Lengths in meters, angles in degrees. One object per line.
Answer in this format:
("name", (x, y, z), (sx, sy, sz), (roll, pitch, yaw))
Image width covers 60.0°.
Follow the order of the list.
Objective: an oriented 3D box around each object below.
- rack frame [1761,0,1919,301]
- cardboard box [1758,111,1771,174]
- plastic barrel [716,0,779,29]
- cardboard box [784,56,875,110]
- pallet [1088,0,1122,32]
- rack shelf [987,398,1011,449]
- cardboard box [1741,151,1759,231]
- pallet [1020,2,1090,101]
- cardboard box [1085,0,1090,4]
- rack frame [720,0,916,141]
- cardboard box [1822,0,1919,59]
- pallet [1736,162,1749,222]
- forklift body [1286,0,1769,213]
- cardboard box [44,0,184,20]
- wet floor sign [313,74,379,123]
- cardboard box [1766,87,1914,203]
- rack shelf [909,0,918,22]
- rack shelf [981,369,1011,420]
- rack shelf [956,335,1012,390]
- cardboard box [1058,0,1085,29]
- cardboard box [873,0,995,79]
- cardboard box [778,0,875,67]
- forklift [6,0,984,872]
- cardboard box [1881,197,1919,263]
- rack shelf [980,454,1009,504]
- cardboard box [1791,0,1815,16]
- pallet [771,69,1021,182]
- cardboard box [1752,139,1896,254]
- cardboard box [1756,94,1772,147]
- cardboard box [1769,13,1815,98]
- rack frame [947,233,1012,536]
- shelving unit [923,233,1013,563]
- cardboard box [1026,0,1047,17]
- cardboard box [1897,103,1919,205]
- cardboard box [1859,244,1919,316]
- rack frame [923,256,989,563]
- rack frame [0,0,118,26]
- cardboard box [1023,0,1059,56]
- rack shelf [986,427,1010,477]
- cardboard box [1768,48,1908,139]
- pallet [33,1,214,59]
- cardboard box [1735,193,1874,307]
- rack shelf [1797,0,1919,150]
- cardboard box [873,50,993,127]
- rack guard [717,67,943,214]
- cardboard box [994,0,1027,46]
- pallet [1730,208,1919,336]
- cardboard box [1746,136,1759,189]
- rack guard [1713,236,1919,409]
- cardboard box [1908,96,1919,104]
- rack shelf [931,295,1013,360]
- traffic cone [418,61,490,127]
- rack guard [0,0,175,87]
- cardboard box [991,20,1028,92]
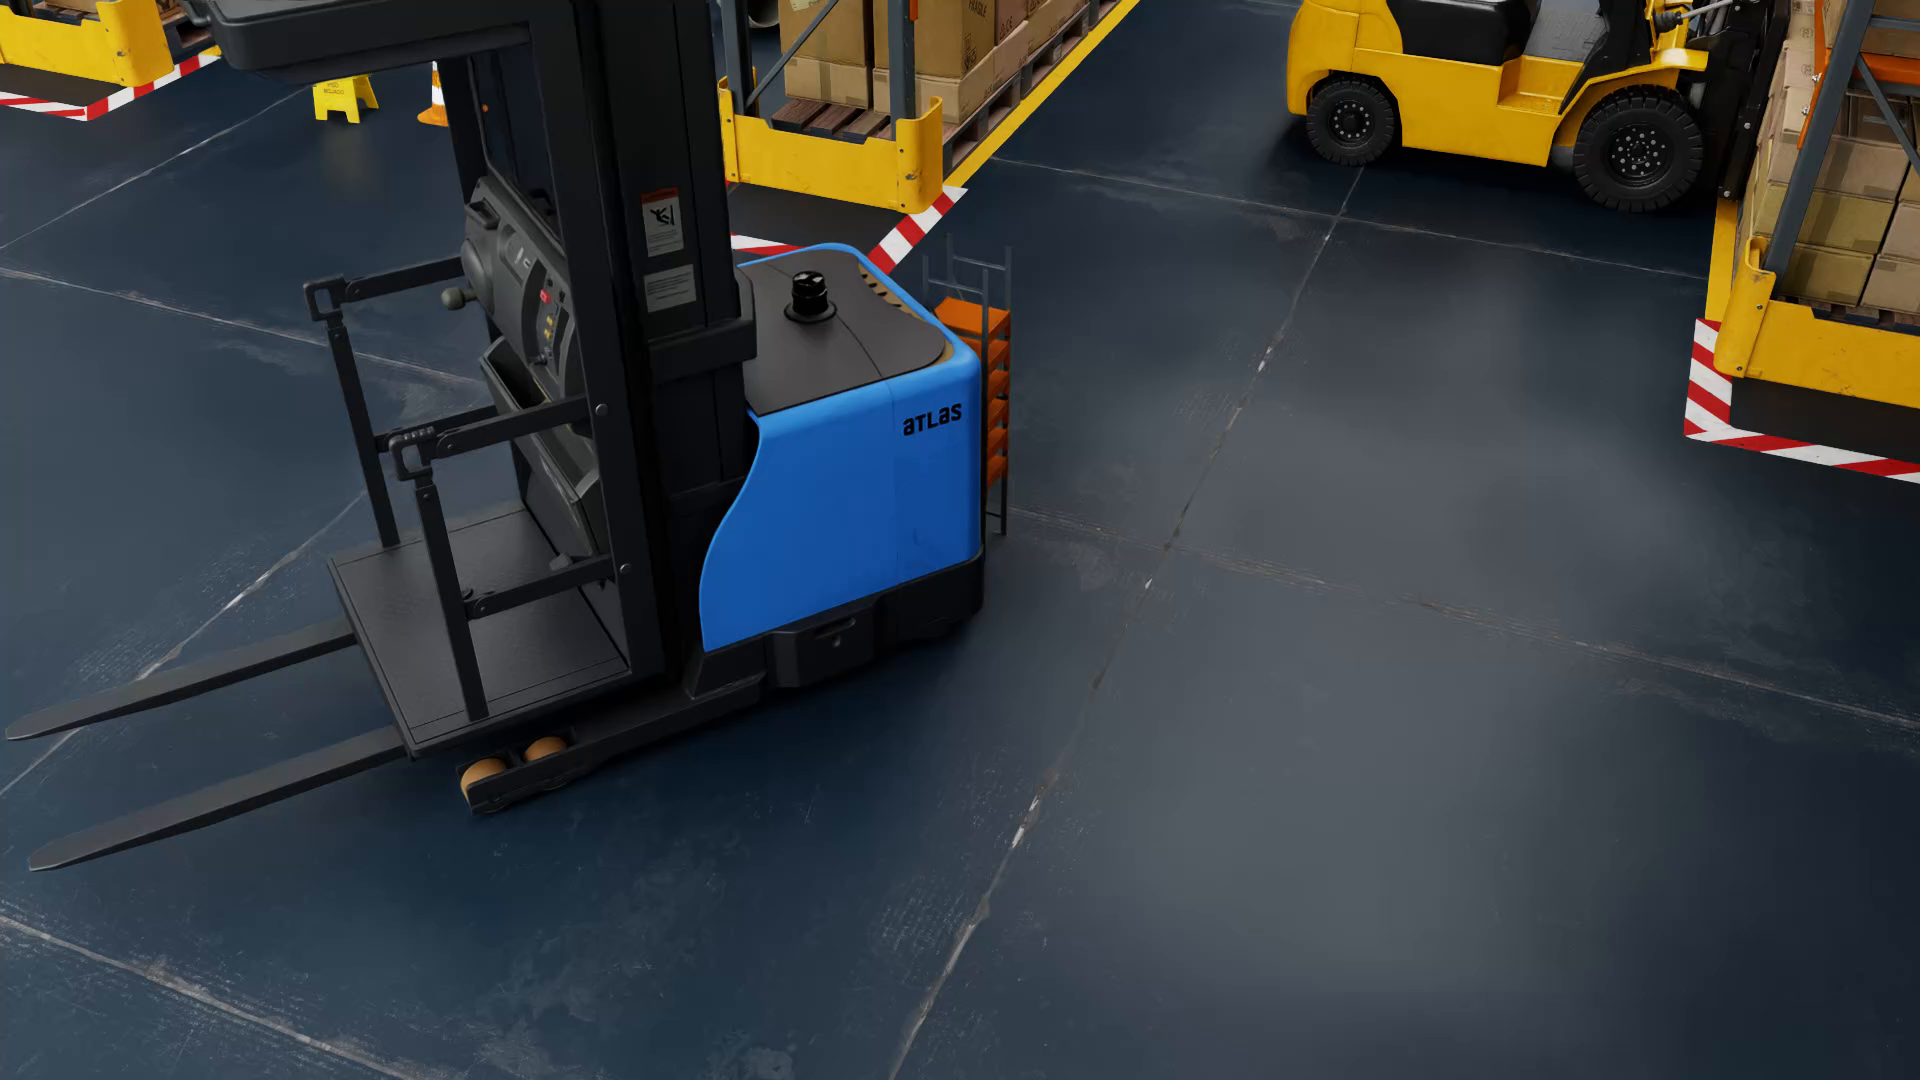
("rack frame", (3.887, -1.907, 6.296), (1.000, 3.000, 0.127), (14, 39, 18))
("cardboard box", (3.984, -1.790, 7.667), (0.500, 0.250, 0.500), (13, 39, 17))
("plastic barrel", (-1.319, -3.492, 10.568), (0.421, 0.421, 0.512), (-17, 40, -22))
("cardboard box", (-0.637, -2.624, 9.202), (0.500, 0.250, 0.500), (14, 39, 18))
("pallet", (0.594, -3.753, 11.095), (1.003, 0.211, 1.213), (14, 39, 18))
("rack shelf", (0.025, -0.442, 5.914), (0.258, 0.103, 0.180), (16, 40, 21))
("cardboard box", (3.972, -1.579, 7.803), (0.500, 0.250, 0.500), (14, 39, 18))
("pallet", (0.132, -3.075, 10.188), (1.003, 0.211, 1.213), (14, 39, 18))
("cardboard box", (0.647, -3.631, 10.549), (0.500, 0.250, 0.500), (13, 39, 17))
("rack frame", (-0.705, -3.035, 7.806), (1.000, 3.000, 0.127), (14, 39, 18))
("cardboard box", (3.831, -2.279, 6.710), (0.500, 0.500, 0.500), (13, 39, 17))
("pallet", (4.605, -1.896, 8.610), (1.003, 0.211, 1.213), (14, 39, 18))
("forklift body", (2.921, -3.032, 8.510), (2.313, 2.155, 1.214), (14, 39, 18))
("cardboard box", (-5.124, -3.815, 10.272), (0.875, 0.875, 0.875), (14, 39, 18))
("wet floor sign", (-3.501, -2.697, 9.319), (0.267, 0.644, 0.232), (7, 37, 10))
("cardboard box", (3.774, -1.700, 7.130), (0.500, 0.250, 0.500), (15, 39, 19))
("rack shelf", (0.056, -3.855, 9.502), (1.077, 0.370, 4.000), (14, 39, 18))
("rack shelf", (0.025, -0.539, 5.842), (0.258, 0.103, 0.180), (16, 40, 21))
("rack shelf", (0.025, -0.635, 5.770), (0.258, 0.103, 0.180), (16, 40, 21))
("cardboard box", (0.450, -3.351, 10.173), (0.500, 0.250, 0.500), (14, 39, 18))
("cardboard box", (-0.134, -2.800, 8.810), (0.500, 0.500, 0.500), (13, 39, 16))
("cardboard box", (-0.641, -2.906, 8.951), (0.500, 0.500, 0.500), (14, 39, 18))
("forklift", (-1.452, -0.697, 4.735), (3.031, 2.935, 1.130), (-19, 41, -24))
("cardboard box", (4.258, -1.387, 7.128), (0.500, 0.250, 0.500), (15, 39, 19))
("rack shelf", (0.025, -0.250, 6.058), (0.258, 0.103, 0.180), (16, 40, 21))
("cardboard box", (4.345, -2.545, 8.260), (0.500, 0.250, 0.500), (13, 39, 17))
("pallet", (-0.334, -2.402, 9.288), (1.003, 0.211, 1.213), (14, 39, 18))
("cardboard box", (3.783, -1.515, 7.299), (0.500, 0.250, 0.500), (13, 39, 17))
("cardboard box", (4.161, -2.080, 8.056), (0.500, 0.250, 0.500), (13, 39, 17))
("cardboard box", (4.145, -2.266, 7.887), (0.500, 0.250, 0.500), (14, 39, 18))
("rack frame", (0.065, -0.527, 5.953), (0.240, 1.200, 0.006), (16, 40, 21))
("shelving unit", (0.025, -0.478, 5.887), (0.258, 1.200, 0.189), (16, 40, 21))
("cardboard box", (0.260, -3.366, 9.567), (0.500, 0.500, 0.500), (15, 39, 19))
("cardboard box", (4.245, -1.597, 6.992), (0.500, 0.250, 0.500), (13, 39, 17))
("cardboard box", (4.255, -1.201, 7.297), (0.500, 0.250, 0.500), (14, 39, 18))
("rack frame", (-0.015, -0.429, 5.822), (0.240, 1.200, 0.006), (16, 40, 21))
("rack frame", (-5.321, -4.107, 9.239), (1.000, 3.000, 0.127), (14, 39, 18))
("cardboard box", (0.255, -3.072, 9.800), (0.500, 0.250, 0.500), (16, 40, 21))
("rack shelf", (0.025, -0.346, 5.986), (0.258, 0.103, 0.180), (16, 40, 21))
("cardboard box", (3.963, -1.984, 7.510), (0.500, 0.250, 0.500), (15, 39, 19))
("pallet", (-5.089, -3.451, 10.690), (1.003, 0.211, 1.213), (14, 39, 18))
("cardboard box", (3.774, -1.306, 7.437), (0.500, 0.250, 0.500), (14, 39, 18))
("rack shelf", (4.648, -2.726, 7.992), (1.077, 0.370, 4.000), (14, 39, 18))
("cardboard box", (-0.142, -2.486, 9.016), (0.500, 0.250, 0.500), (14, 39, 17))
("rack guard", (-0.676, -2.076, 8.610), (1.175, 0.500, 0.348), (14, 39, 18))
("cardboard box", (0.061, -3.090, 9.198), (0.500, 0.500, 0.500), (12, 39, 16))
("pallet", (4.139, -1.223, 7.710), (1.003, 0.211, 1.213), (14, 39, 18))
("cardboard box", (4.170, -1.854, 8.171), (0.500, 0.250, 0.500), (14, 39, 18))
("rack guard", (3.878, -0.892, 7.026), (1.175, 0.500, 0.348), (14, 39, 18))
("cardboard box", (4.432, -1.875, 7.363), (0.500, 0.250, 0.500), (14, 39, 18))
("rack shelf", (0.025, -0.731, 5.698), (0.258, 0.103, 0.180), (16, 40, 21))
("traffic cone", (-2.890, -2.616, 9.363), (0.336, 0.463, 0.334), (14, 39, 18))
("rack guard", (-5.330, -3.093, 9.970), (1.175, 0.500, 0.348), (14, 39, 18))
("cardboard box", (0.059, -2.767, 9.392), (0.500, 0.250, 0.500), (15, 39, 19))
